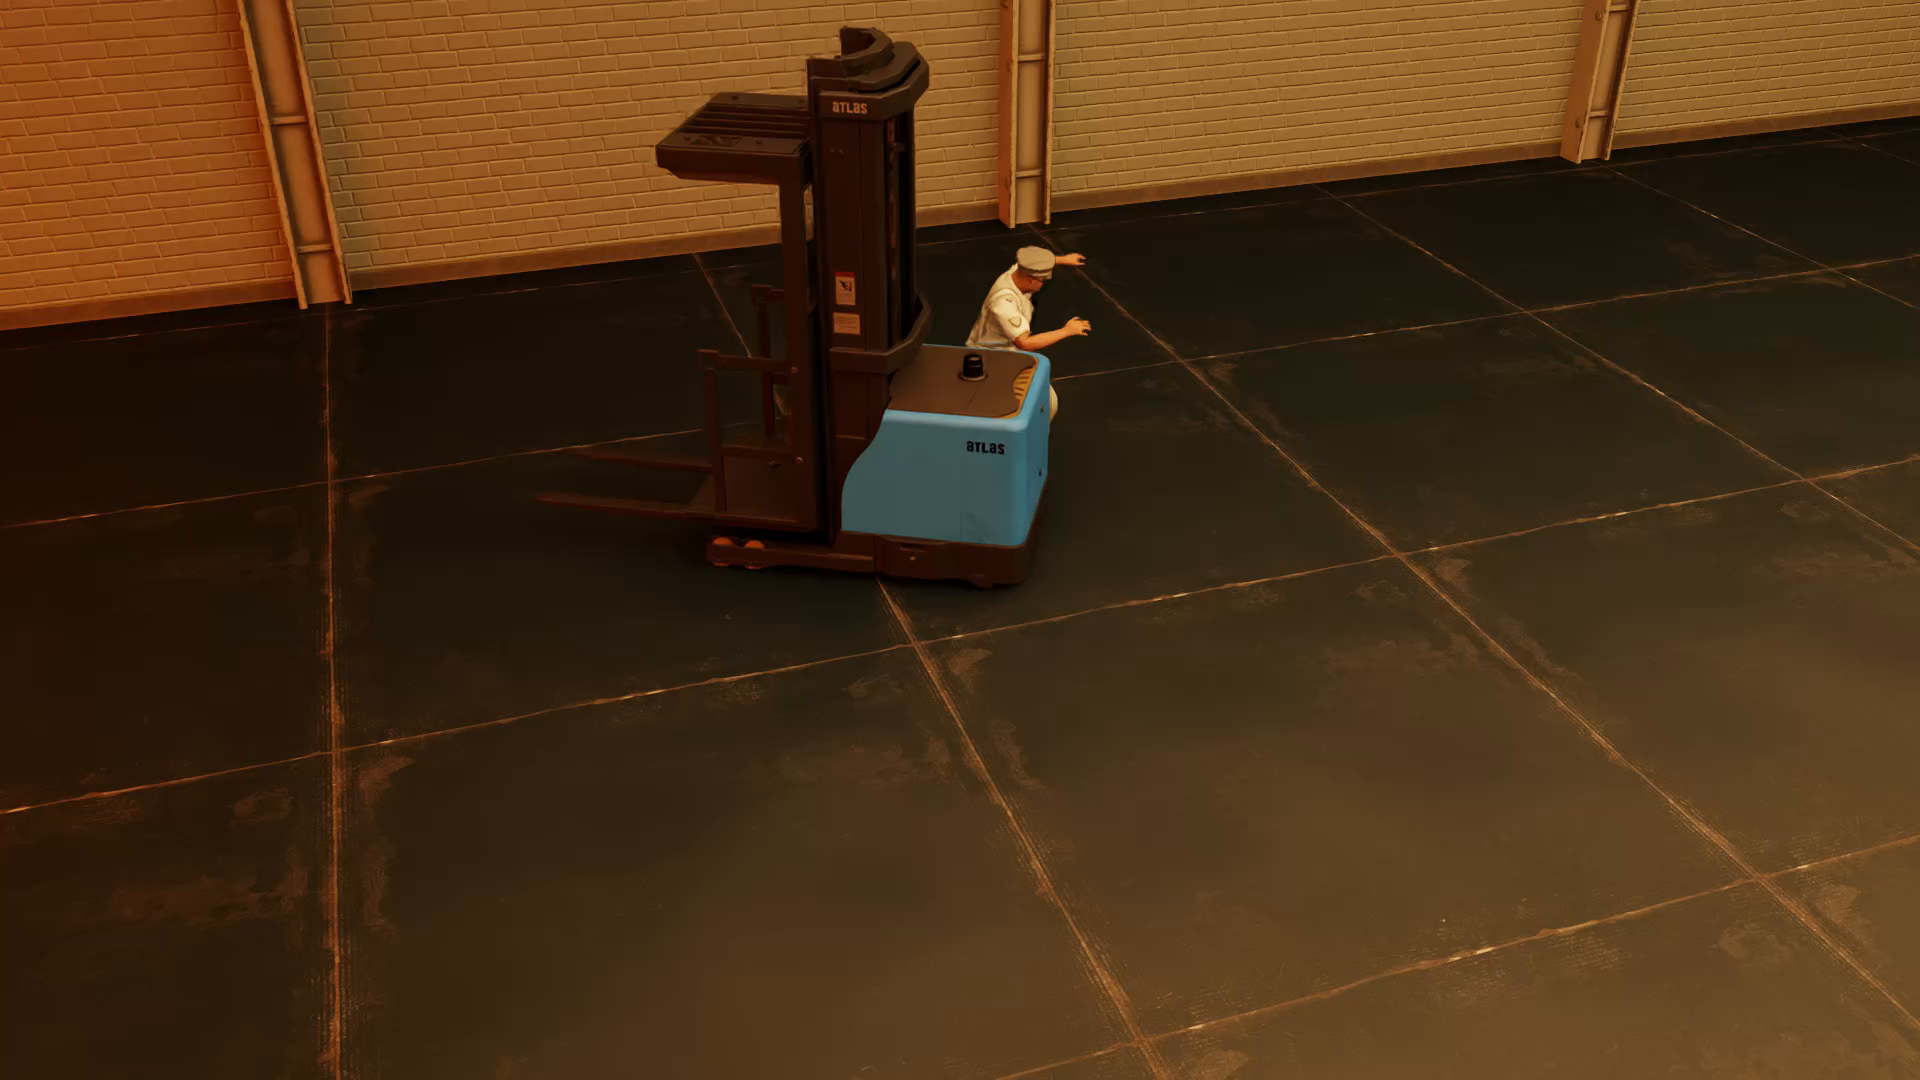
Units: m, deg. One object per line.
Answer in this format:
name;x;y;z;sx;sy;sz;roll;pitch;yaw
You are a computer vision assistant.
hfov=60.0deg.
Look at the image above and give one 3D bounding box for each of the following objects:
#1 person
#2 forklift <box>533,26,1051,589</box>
person;0.439;-1.140;10.530;0.831;1.457;1.620;9;31;15
forklift;-1.022;-1.348;9.430;3.031;2.935;1.130;6;30;9
